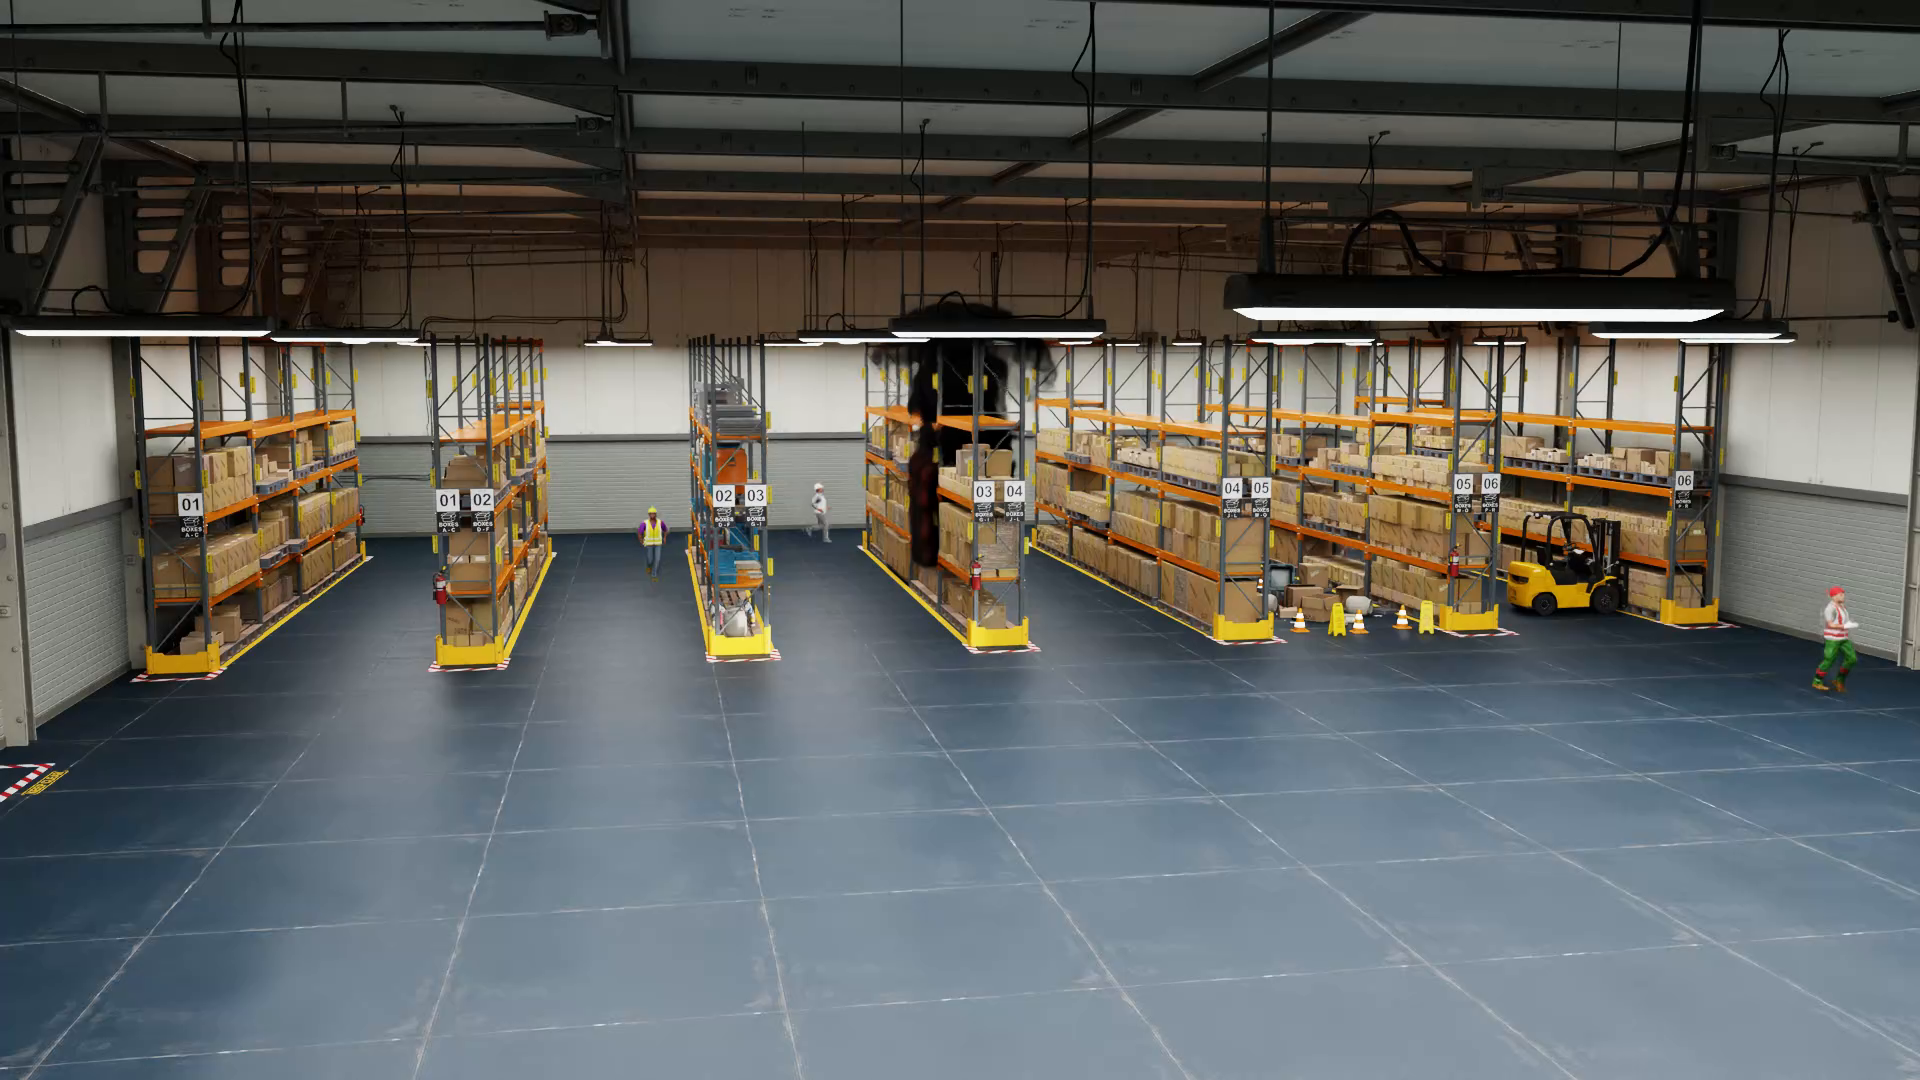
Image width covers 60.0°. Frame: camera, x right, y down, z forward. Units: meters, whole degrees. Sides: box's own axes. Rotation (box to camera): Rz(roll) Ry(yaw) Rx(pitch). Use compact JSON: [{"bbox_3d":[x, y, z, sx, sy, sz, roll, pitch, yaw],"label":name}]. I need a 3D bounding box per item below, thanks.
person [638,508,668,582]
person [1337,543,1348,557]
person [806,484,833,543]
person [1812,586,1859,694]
[{"bbox_3d":[-7.181,0.111,38.984,0.710,1.737,0.723,-2,7,-18],"label":"person"},{"bbox_3d":[10.302,-0.199,44.685,0.626,1.619,0.525,-1,7,-9],"label":"person"},{"bbox_3d":[-4.203,-0.796,49.444,0.837,1.765,0.662,0,7,4],"label":"person"},{"bbox_3d":[14.595,1.681,27.640,0.652,1.823,0.714,-4,8,-33],"label":"person"}]
